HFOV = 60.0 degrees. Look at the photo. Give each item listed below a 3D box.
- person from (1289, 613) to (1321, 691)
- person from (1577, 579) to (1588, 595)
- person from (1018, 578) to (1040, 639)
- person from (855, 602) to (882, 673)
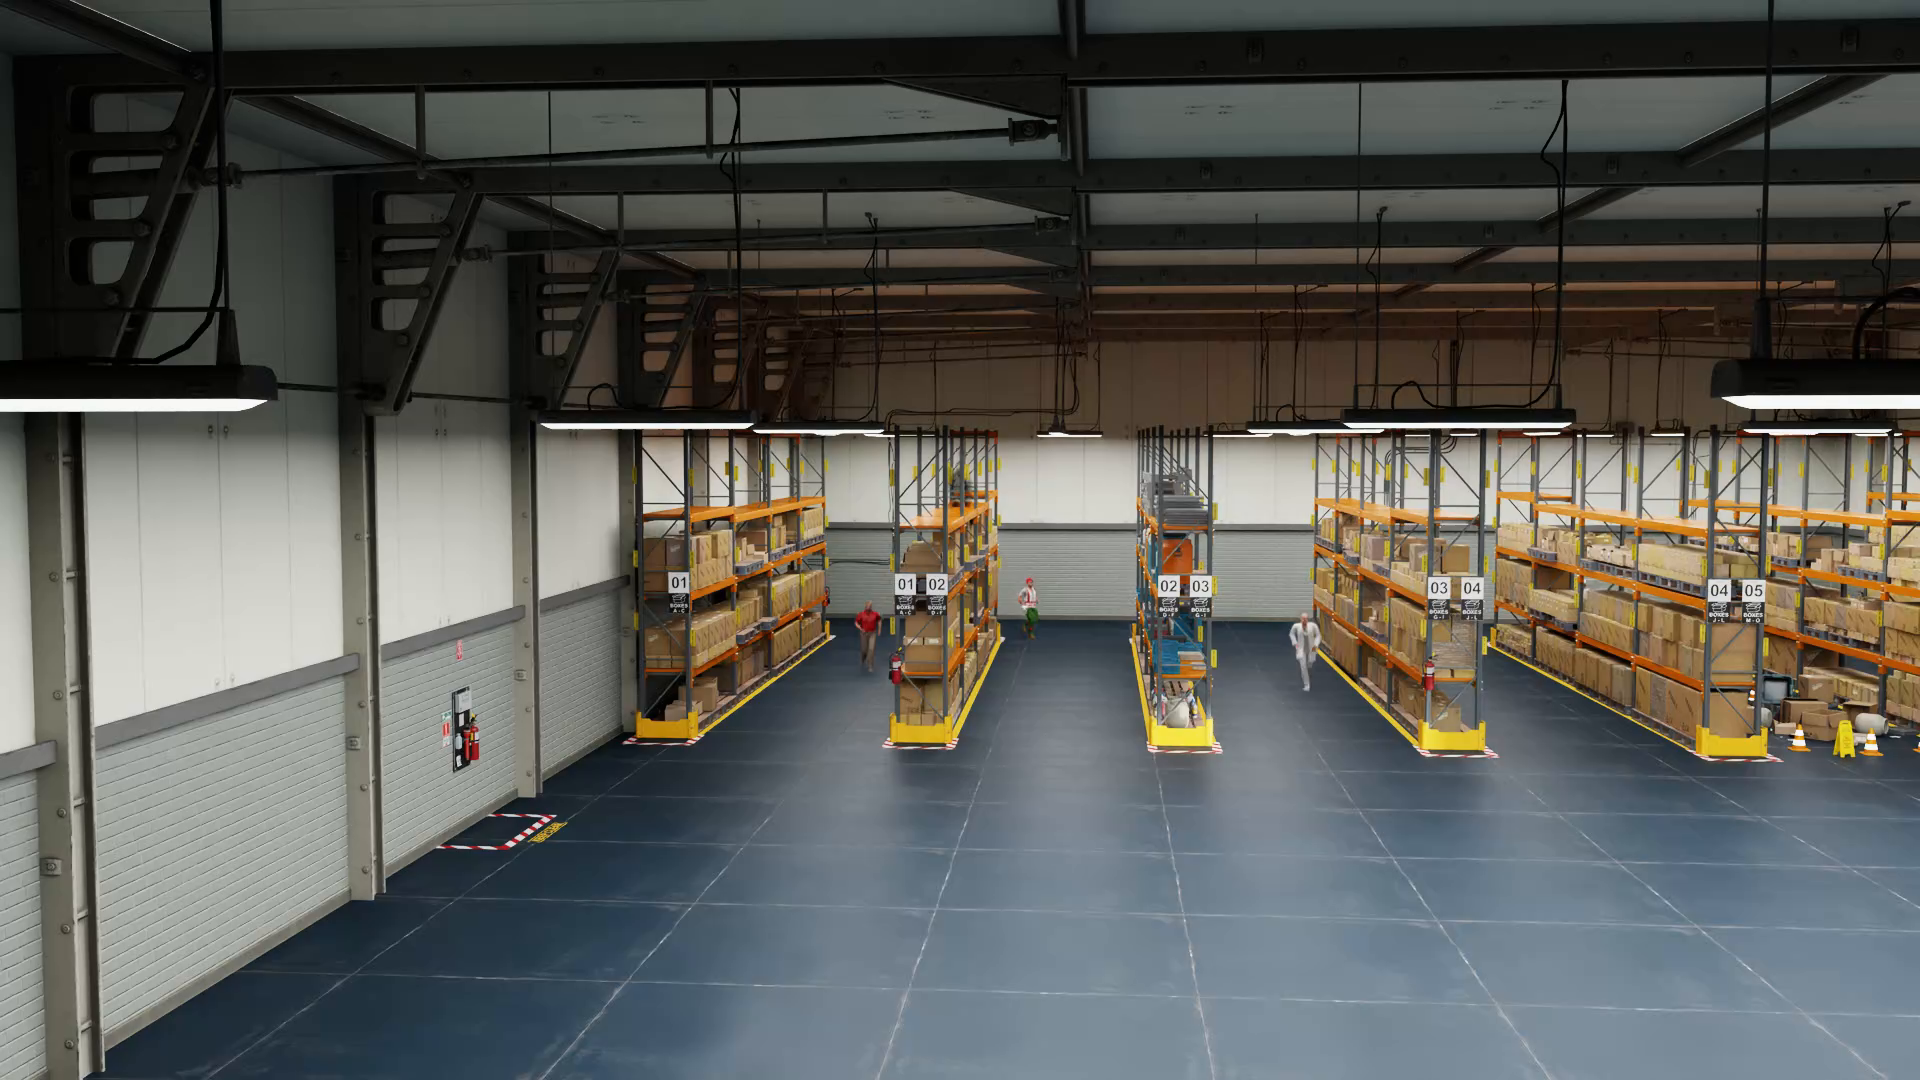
[{"bbox_3d":[7.973,2.573,38.452,0.713,1.760,1.039,0,3,6],"label":"person"},{"bbox_3d":[17.731,1.968,47.677,0.647,1.742,0.665,-1,4,-15],"label":"person"},{"bbox_3d":[1.999,1.968,48.149,0.694,1.753,0.597,-3,5,-43],"label":"person"},{"bbox_3d":[-2.271,2.391,41.317,0.688,1.731,0.817,0,3,-8],"label":"person"}]
